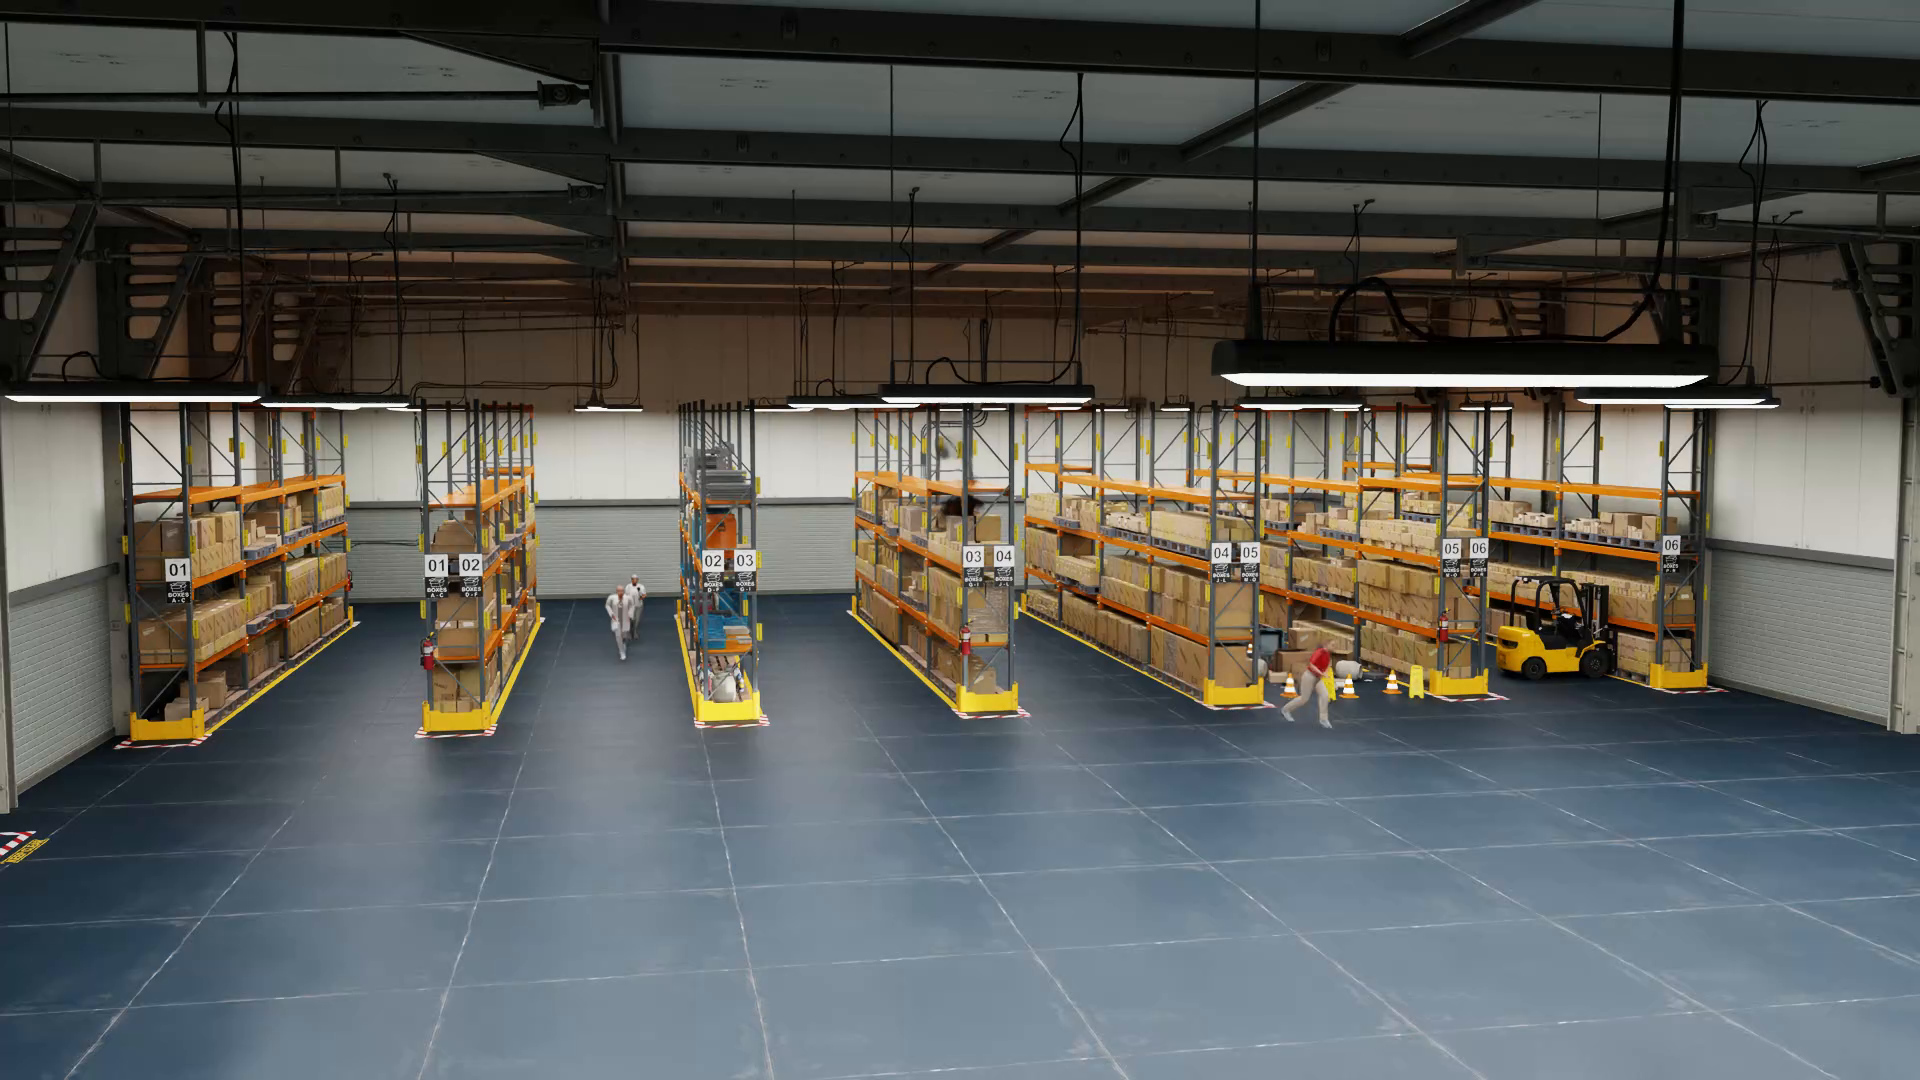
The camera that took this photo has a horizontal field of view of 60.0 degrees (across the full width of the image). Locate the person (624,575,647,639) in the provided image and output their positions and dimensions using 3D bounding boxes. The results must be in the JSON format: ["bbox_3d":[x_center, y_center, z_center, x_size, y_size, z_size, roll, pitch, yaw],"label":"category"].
[{"bbox_3d":[-8.279,1.708,42.412,0.581,1.658,0.638,-1,4,-9],"label":"person"}]

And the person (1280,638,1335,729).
[{"bbox_3d":[6.408,2.620,30.585,1.019,1.694,0.703,2,5,28],"label":"person"}]

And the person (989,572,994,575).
[{"bbox_3d":[0.655,1.232,48.357,0.722,1.687,0.633,1,4,7],"label":"person"}]

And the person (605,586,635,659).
[{"bbox_3d":[-8.021,1.911,39.285,0.687,1.731,0.923,-1,4,-9],"label":"person"}]
